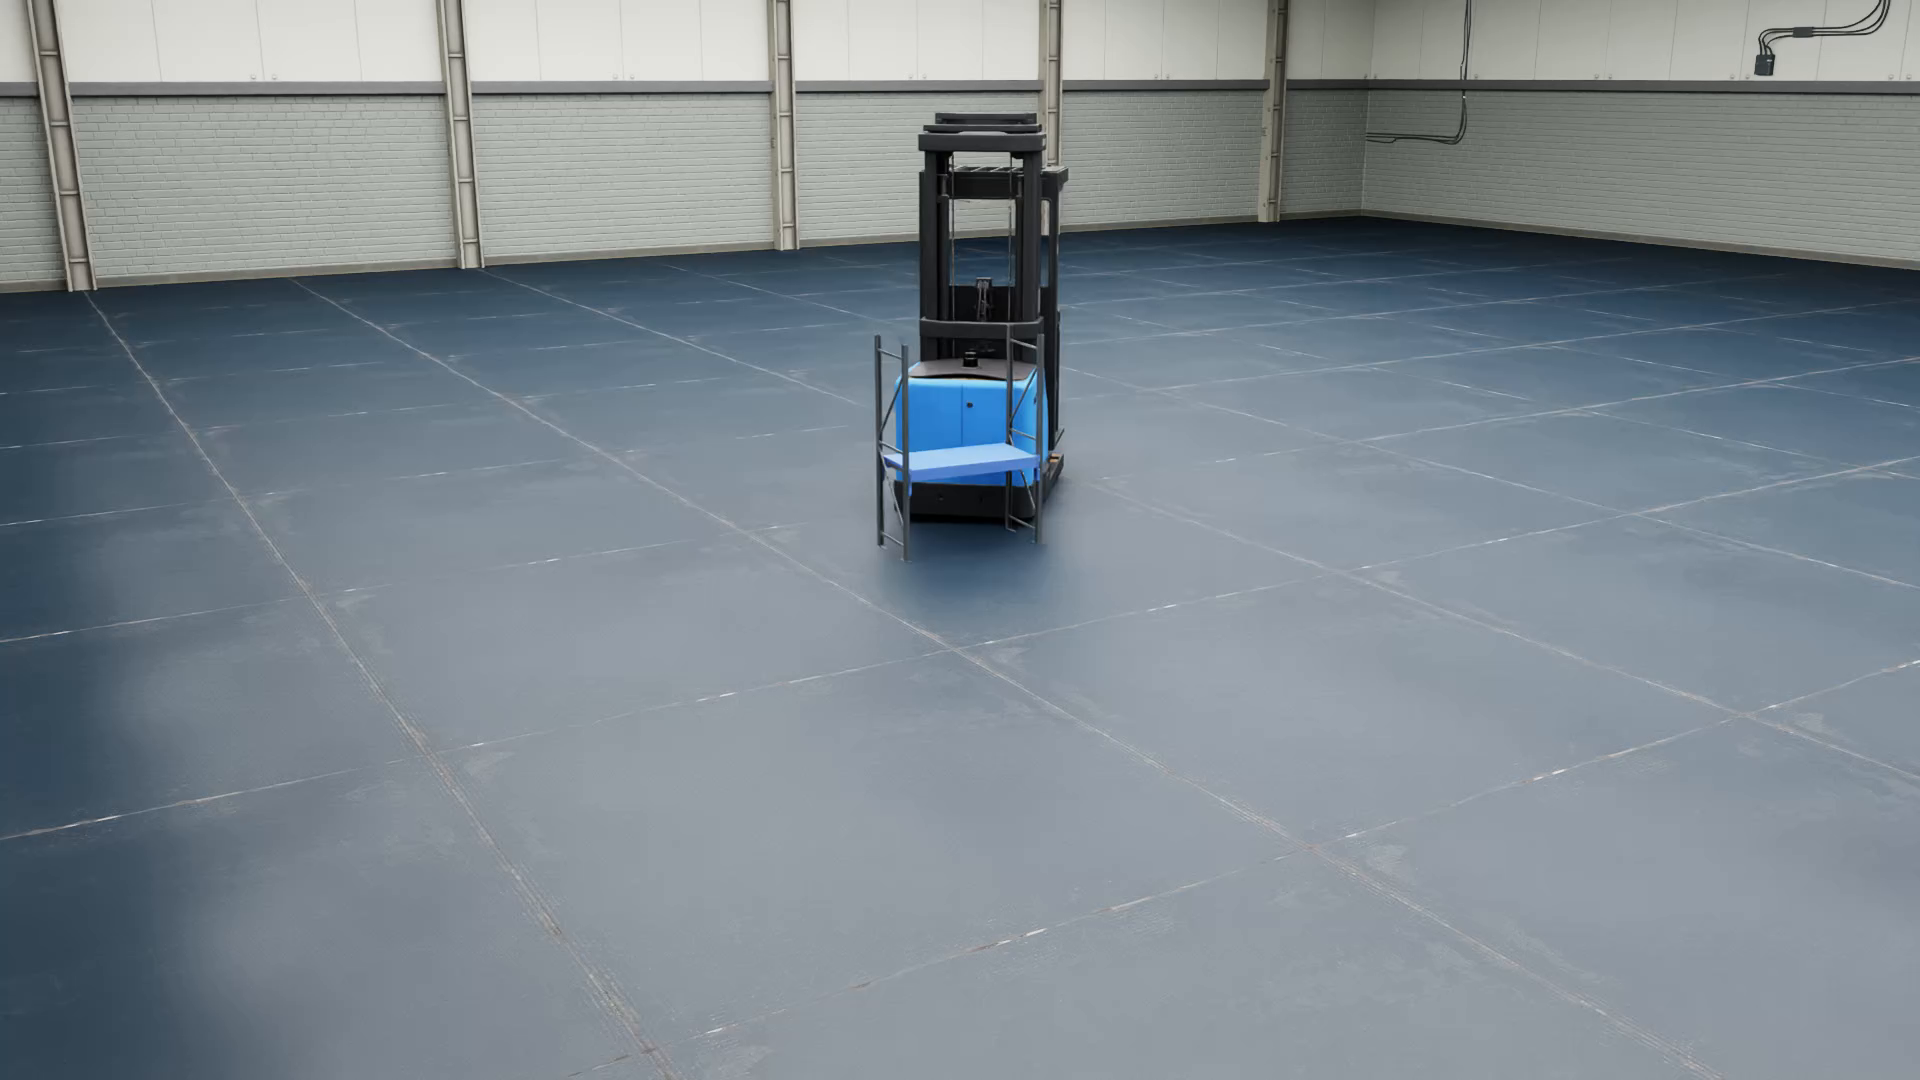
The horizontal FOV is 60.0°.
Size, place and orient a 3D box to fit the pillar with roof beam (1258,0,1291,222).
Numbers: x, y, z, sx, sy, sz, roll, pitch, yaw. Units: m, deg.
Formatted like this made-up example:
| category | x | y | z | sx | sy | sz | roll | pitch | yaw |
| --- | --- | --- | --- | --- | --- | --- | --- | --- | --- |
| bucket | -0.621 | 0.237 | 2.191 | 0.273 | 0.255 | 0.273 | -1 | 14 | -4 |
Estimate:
| category | x | y | z | sx | sy | sz | roll | pitch | yaw |
| --- | --- | --- | --- | --- | --- | --- | --- | --- | --- |
| pillar with roof beam | 9.199 | -10.552 | 32.880 | 0.400 | 9.000 | 9.100 | -9 | 18 | -30 |

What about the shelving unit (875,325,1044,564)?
| category | x | y | z | sx | sy | sz | roll | pitch | yaw |
| --- | --- | --- | --- | --- | --- | --- | --- | --- | --- |
| shelving unit | -0.004 | -0.681 | 11.561 | 1.048 | 1.500 | 0.538 | -7 | 17 | -25 |

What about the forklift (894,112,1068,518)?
| category | x | y | z | sx | sy | sz | roll | pitch | yaw |
| --- | --- | --- | --- | --- | --- | --- | --- | --- | --- |
| forklift | 0.265 | -1.923 | 13.339 | 1.130 | 2.935 | 3.031 | 3 | 16 | 9 |

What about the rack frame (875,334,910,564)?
| category | x | y | z | sx | sy | sz | roll | pitch | yaw |
| --- | --- | --- | --- | --- | --- | --- | --- | --- | --- |
| rack frame | -0.462 | -0.621 | 11.348 | 0.032 | 1.500 | 0.500 | -7 | 17 | -25 |

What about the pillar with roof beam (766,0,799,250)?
| category | x | y | z | sx | sy | sz | roll | pitch | yaw |
| --- | --- | --- | --- | --- | --- | --- | --- | --- | --- |
| pillar with roof beam | -1.087 | -8.884 | 26.930 | 0.400 | 9.000 | 9.100 | -9 | 18 | -30 |

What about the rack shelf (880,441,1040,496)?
| category | x | y | z | sx | sy | sz | roll | pitch | yaw |
| --- | --- | --- | --- | --- | --- | --- | --- | --- | --- |
| rack shelf | -0.004 | -0.508 | 11.609 | 1.000 | 0.185 | 0.538 | -7 | 17 | -25 |

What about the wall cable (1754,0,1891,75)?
| category | x | y | z | sx | sy | sz | roll | pitch | yaw |
| --- | --- | --- | --- | --- | --- | --- | --- | --- | --- |
| wall cable | 15.064 | -11.090 | 28.500 | 0.169 | 6.003 | 2.305 | -9 | 18 | -30 |

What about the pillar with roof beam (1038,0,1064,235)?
| category | x | y | z | sx | sy | sz | roll | pitch | yaw |
| --- | --- | --- | --- | --- | --- | --- | --- | --- | --- |
| pillar with roof beam | 4.056 | -9.718 | 29.905 | 0.400 | 9.000 | 9.100 | -9 | 18 | -30 |

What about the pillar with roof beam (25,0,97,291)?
| category | x | y | z | sx | sy | sz | roll | pitch | yaw |
| --- | --- | --- | --- | --- | --- | --- | --- | --- | --- |
| pillar with roof beam | -11.374 | -7.216 | 20.979 | 0.400 | 9.000 | 9.100 | -9 | 18 | -30 |

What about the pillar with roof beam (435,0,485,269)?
| category | x | y | z | sx | sy | sz | roll | pitch | yaw |
| --- | --- | --- | --- | --- | --- | --- | --- | --- | --- |
| pillar with roof beam | -6.230 | -8.050 | 23.954 | 0.400 | 9.000 | 9.100 | -9 | 18 | -30 |

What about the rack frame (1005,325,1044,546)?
| category | x | y | z | sx | sy | sz | roll | pitch | yaw |
| --- | --- | --- | --- | --- | --- | --- | --- | --- | --- |
| rack frame | 0.454 | -0.741 | 11.774 | 0.032 | 1.500 | 0.500 | -7 | 17 | -25 |

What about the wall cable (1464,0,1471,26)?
| category | x | y | z | sx | sy | sz | roll | pitch | yaw |
| --- | --- | --- | --- | --- | --- | --- | --- | --- | --- |
| wall cable | 11.581 | -11.962 | 34.307 | 0.112 | 2.526 | 3.097 | -9 | 18 | -30 |

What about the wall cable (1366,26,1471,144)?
| category | x | y | z | sx | sy | sz | roll | pitch | yaw |
| --- | --- | --- | --- | --- | --- | --- | --- | --- | --- |
| wall cable | 10.188 | -10.156 | 37.222 | 0.112 | 2.526 | 3.097 | -9 | 18 | -30 |
